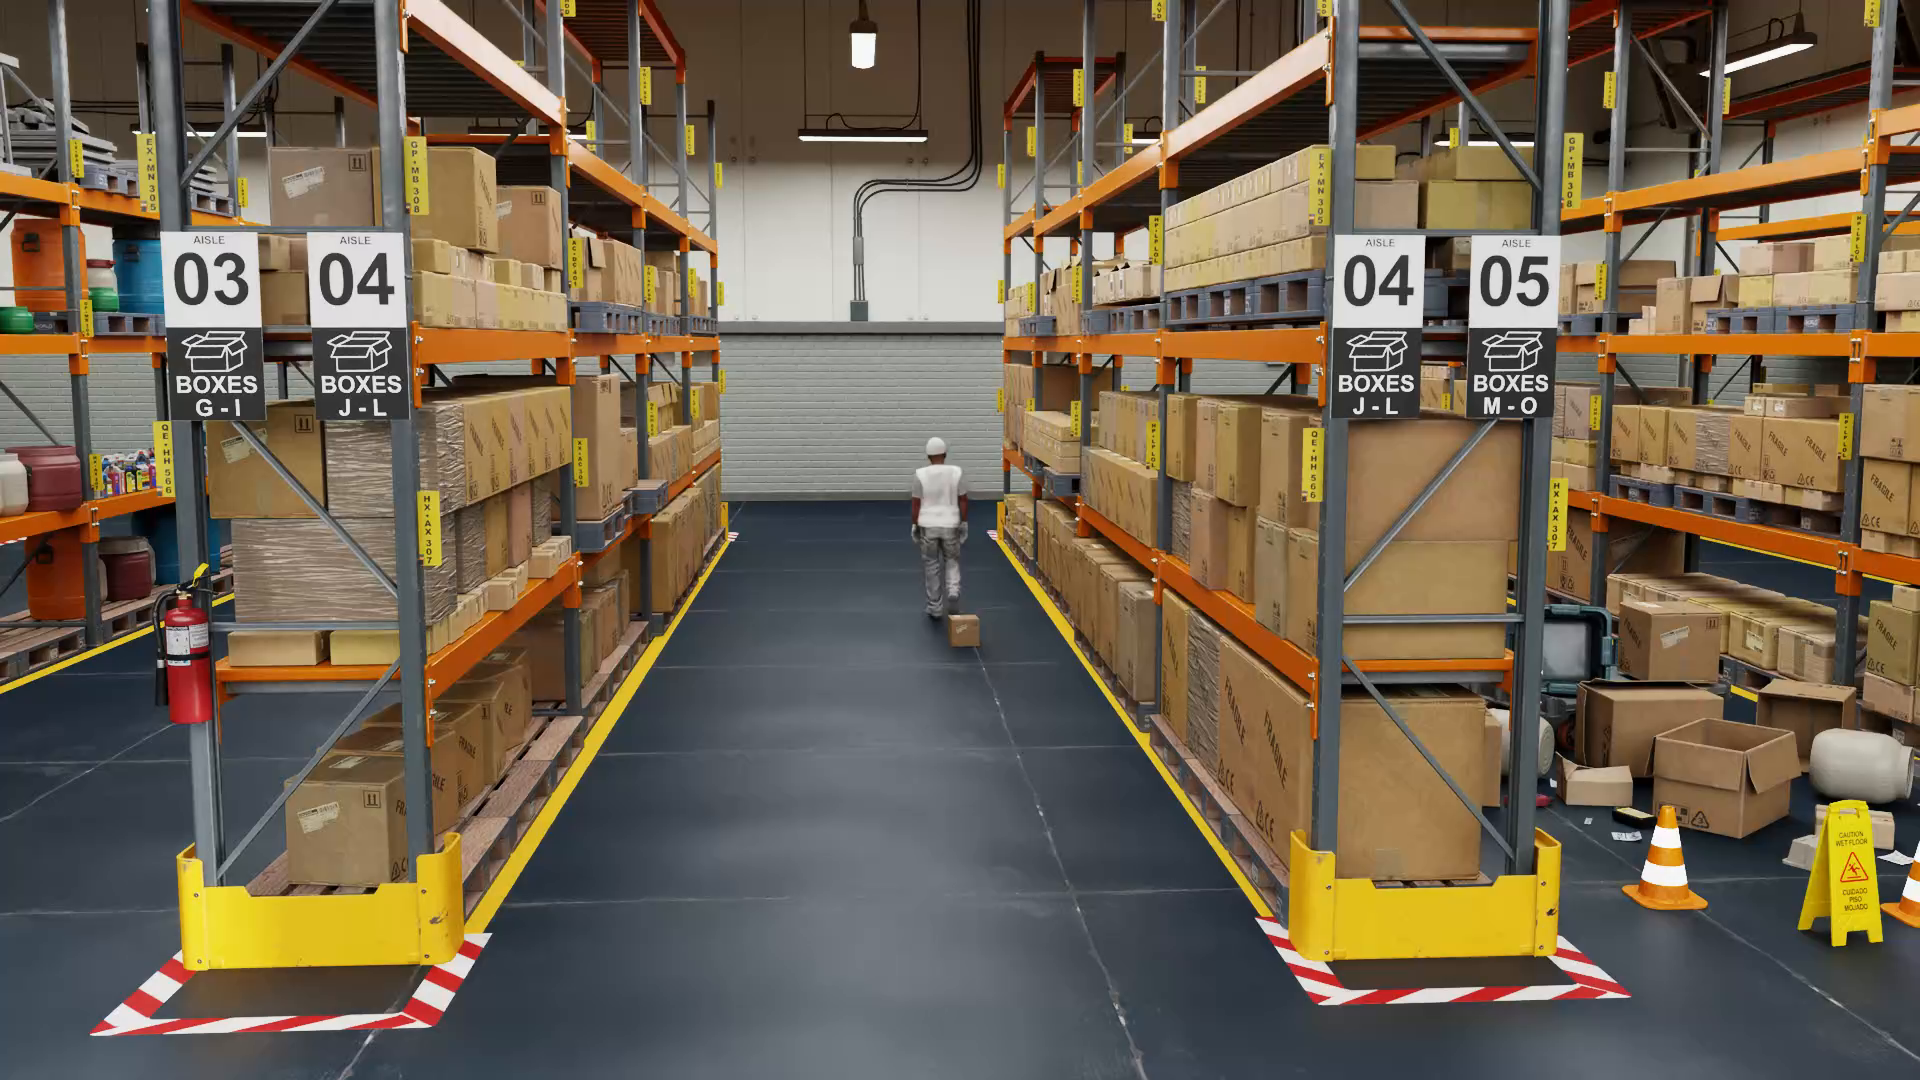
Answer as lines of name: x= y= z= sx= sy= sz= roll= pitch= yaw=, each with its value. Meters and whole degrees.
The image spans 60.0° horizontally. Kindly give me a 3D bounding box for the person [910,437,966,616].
person: x=-0.232 y=-0.126 z=16.642 sx=0.555 sy=1.820 sz=0.457 roll=-1 pitch=7 yaw=-11
